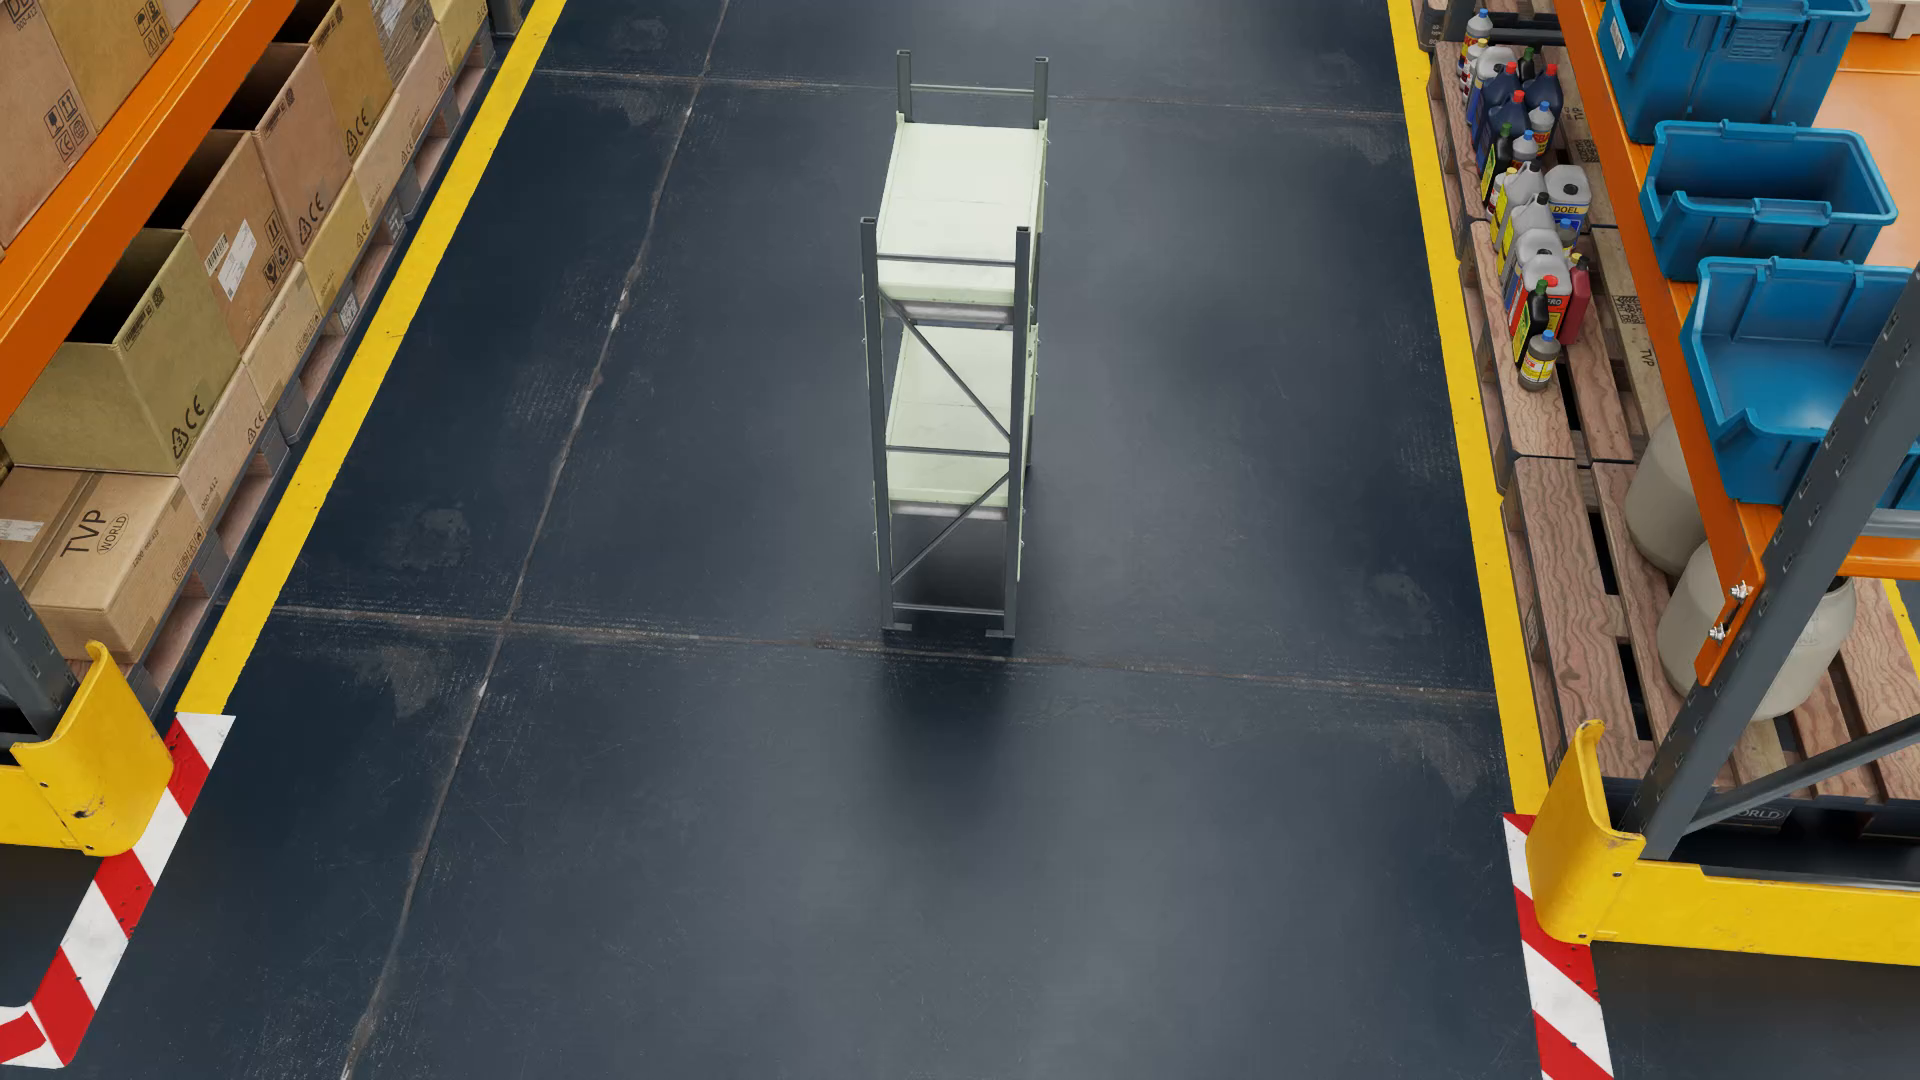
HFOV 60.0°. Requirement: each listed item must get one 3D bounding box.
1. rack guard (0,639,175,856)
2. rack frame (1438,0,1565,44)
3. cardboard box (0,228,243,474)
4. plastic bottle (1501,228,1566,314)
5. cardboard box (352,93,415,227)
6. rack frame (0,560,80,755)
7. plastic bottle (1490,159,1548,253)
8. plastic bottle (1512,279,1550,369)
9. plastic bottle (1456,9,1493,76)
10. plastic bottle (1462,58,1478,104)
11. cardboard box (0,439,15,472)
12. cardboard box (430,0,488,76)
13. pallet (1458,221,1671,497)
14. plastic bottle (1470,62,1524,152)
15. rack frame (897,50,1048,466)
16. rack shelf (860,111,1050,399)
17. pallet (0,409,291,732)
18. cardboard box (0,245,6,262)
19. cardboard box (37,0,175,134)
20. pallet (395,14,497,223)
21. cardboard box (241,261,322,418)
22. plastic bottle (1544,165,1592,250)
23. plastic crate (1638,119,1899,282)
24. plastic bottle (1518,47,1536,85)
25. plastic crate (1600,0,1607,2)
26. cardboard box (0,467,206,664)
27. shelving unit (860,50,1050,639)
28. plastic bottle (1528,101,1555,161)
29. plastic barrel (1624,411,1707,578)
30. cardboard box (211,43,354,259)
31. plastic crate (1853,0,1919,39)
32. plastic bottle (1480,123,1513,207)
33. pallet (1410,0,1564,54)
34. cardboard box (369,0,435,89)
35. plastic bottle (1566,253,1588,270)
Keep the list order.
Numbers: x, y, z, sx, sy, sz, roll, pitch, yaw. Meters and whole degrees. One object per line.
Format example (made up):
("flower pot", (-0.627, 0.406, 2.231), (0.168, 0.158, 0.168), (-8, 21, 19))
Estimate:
("rack guard", (-2.796, 0.520, 4.435), (1.175, 0.500, 0.348), (4, 48, 4))
("rack frame", (2.503, -2.944, 5.910), (1.000, 3.000, 0.127), (4, 48, 4))
("cardboard box", (-2.480, -0.554, 4.795), (0.500, 0.500, 0.500), (4, 48, 4))
("plastic bottle", (1.932, -0.899, 5.587), (0.152, 0.276, 0.135), (3, 48, 2))
("cardboard box", (-2.340, -1.403, 6.080), (0.500, 0.250, 0.500), (4, 48, 4))
("rack frame", (-2.794, -0.341, 3.529), (1.000, 3.000, 0.127), (4, 48, 4))
("plastic bottle", (1.961, -1.182, 5.796), (0.144, 0.351, 0.185), (4, 48, 3))
("plastic bottle", (1.862, -0.703, 5.403), (0.061, 0.283, 0.133), (5, 48, 4))
("plastic bottle", (2.038, -1.967, 6.567), (0.097, 0.271, 0.097), (0, 48, 0))
("plastic bottle", (2.019, -1.794, 6.457), (0.097, 0.201, 0.097), (0, 48, 0))
("cardboard box", (-3.005, -0.337, 5.104), (0.500, 0.250, 0.500), (4, 48, 4))
("cardboard box", (-2.254, -2.138, 6.752), (0.500, 0.250, 0.500), (4, 48, 4))
("pallet", (2.292, -0.614, 5.668), (1.003, 0.211, 1.213), (4, 48, 4))
("plastic bottle", (2.017, -1.634, 6.208), (0.144, 0.351, 0.185), (5, 48, 5))
("rack frame", (0.033, -0.770, 4.938), (0.400, 1.500, 0.023), (4, 48, 4))
("rack shelf", (-0.001, -0.765, 4.404), (0.431, 0.370, 0.720), (4, 48, 4))
("pallet", (-2.766, 0.035, 5.074), (1.003, 0.211, 1.213), (4, 48, 4))
("cardboard box", (-2.738, -0.717, 3.805), (0.700, 0.500, 0.500), (4, 48, 4))
("cardboard box", (-2.644, -1.467, 4.492), (0.700, 0.500, 0.500), (4, 48, 4))
("pallet", (-2.543, -1.758, 6.714), (1.003, 0.211, 1.213), (4, 48, 4))
("cardboard box", (-2.435, -0.669, 5.408), (0.500, 0.250, 0.500), (4, 48, 4))
("plastic bottle", (2.110, -1.166, 5.831), (0.152, 0.276, 0.135), (4, 48, 4))
("plastic crate", (1.951, -0.820, 4.068), (0.499, 0.251, 0.408), (4, 48, 4))
("plastic bottle", (2.142, -1.725, 6.338), (0.061, 0.283, 0.133), (4, 48, 4))
("plastic crate", (2.099, -1.894, 5.093), (0.450, 0.188, 0.662), (4, 48, 4))
("cardboard box", (-2.523, 0.066, 4.735), (0.500, 0.250, 0.500), (4, 48, 4))
("shelving unit", (-0.001, -0.501, 4.692), (0.431, 1.500, 0.755), (4, 48, 4))
("plastic bottle", (2.124, -1.492, 6.133), (0.097, 0.271, 0.097), (0, 48, 0))
("plastic barrel", (2.168, -0.164, 4.769), (0.421, 0.512, 0.421), (0, 48, 0))
("cardboard box", (-2.384, -1.289, 5.467), (0.500, 0.500, 0.500), (4, 48, 4))
("plastic crate", (2.608, -1.645, 4.901), (0.530, 0.136, 0.437), (4, 48, 4))
("plastic bottle", (1.943, -1.354, 5.998), (0.061, 0.283, 0.133), (6, 48, 5))
("pallet", (2.536, -2.583, 7.469), (1.003, 0.211, 1.213), (4, 48, 4))
("cardboard box", (-2.311, -2.025, 6.140), (0.500, 0.500, 0.500), (4, 48, 4))
("plastic bottle", (2.058, -0.879, 5.619), (0.097, 0.201, 0.097), (0, 48, 0))
